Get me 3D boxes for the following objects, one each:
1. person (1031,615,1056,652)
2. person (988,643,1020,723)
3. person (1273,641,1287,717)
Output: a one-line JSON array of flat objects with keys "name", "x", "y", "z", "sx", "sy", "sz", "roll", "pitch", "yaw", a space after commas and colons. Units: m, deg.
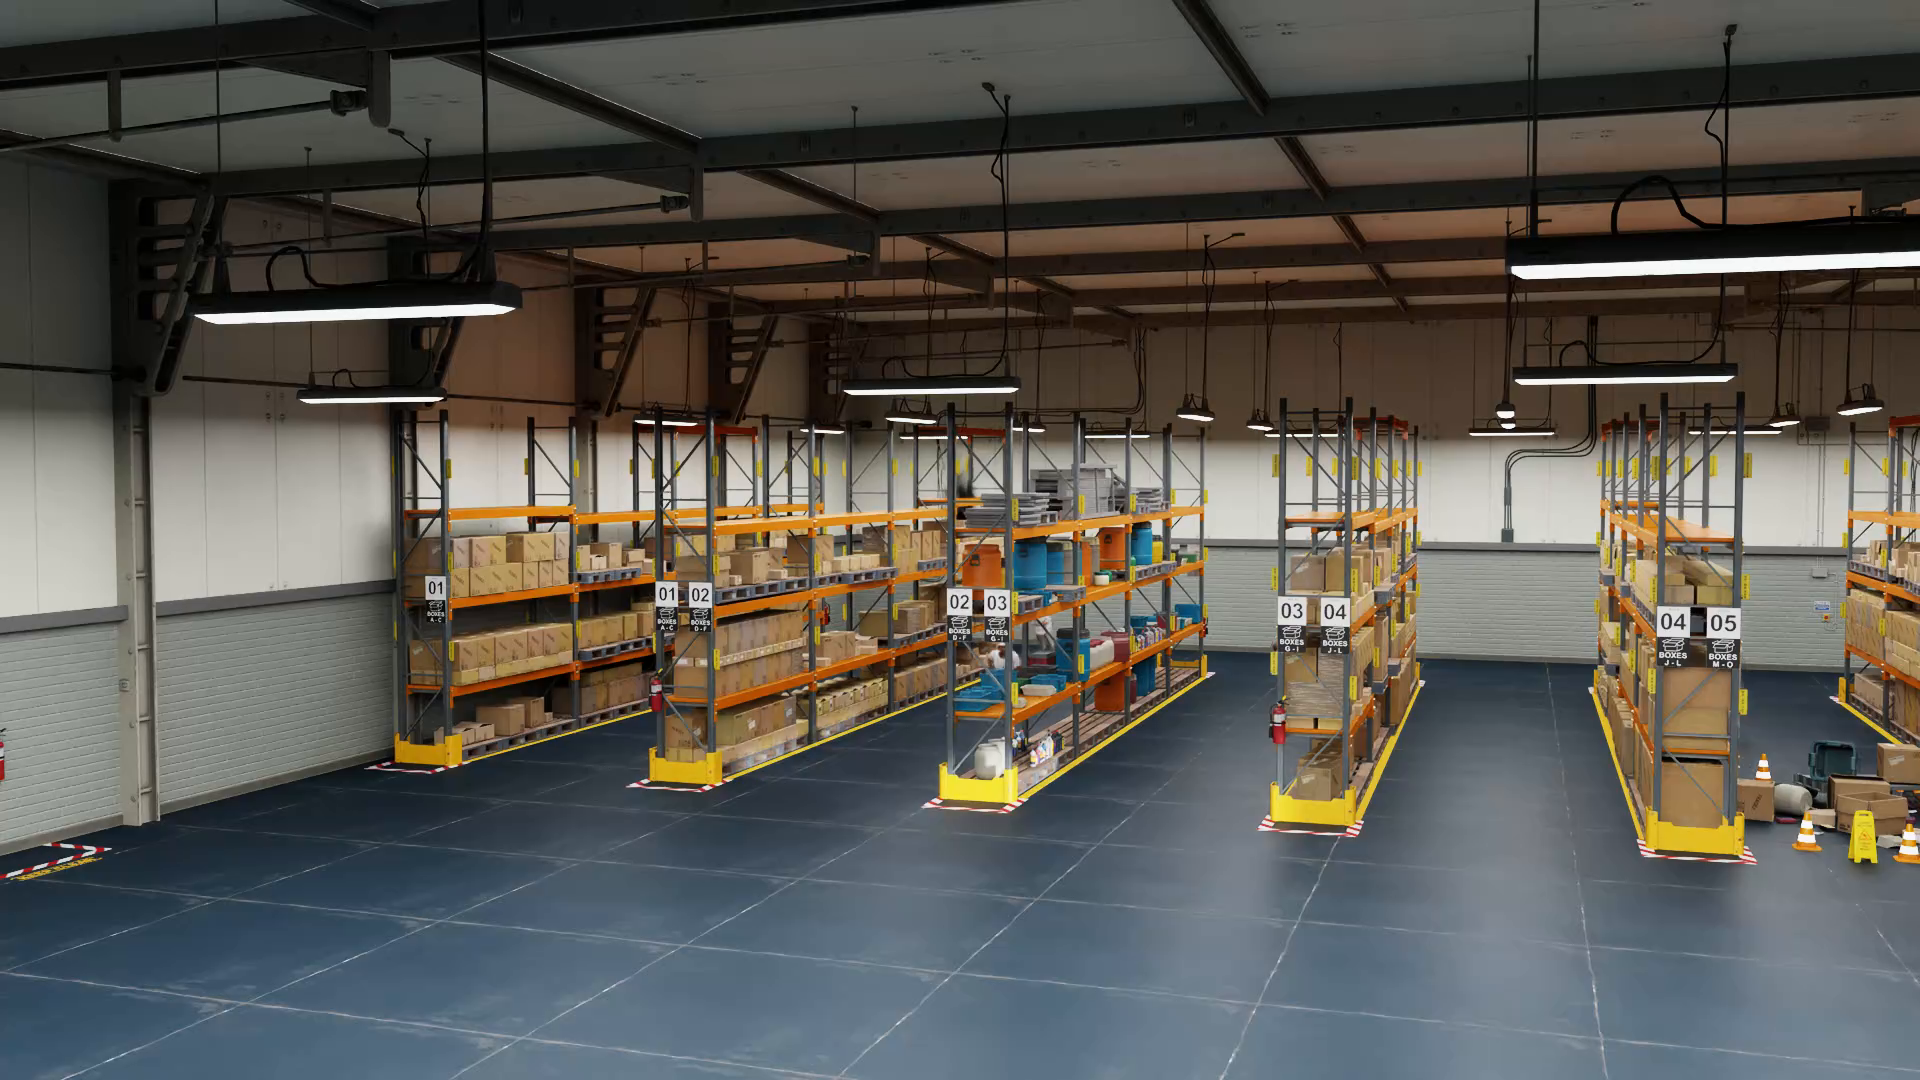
[{"name": "person", "x": 2.072, "y": 2.358, "z": 41.955, "sx": 0.709, "sy": 1.800, "sz": 0.712, "roll": -1, "pitch": 3, "yaw": -21}, {"name": "person", "x": 0.846, "y": 2.762, "z": 32.492, "sx": 0.684, "sy": 1.679, "sz": 0.779, "roll": 0, "pitch": 2, "yaw": 10}, {"name": "person", "x": 6.718, "y": 2.682, "z": 33.905, "sx": 0.675, "sy": 1.792, "sz": 0.956, "roll": 1, "pitch": 2, "yaw": 12}]
